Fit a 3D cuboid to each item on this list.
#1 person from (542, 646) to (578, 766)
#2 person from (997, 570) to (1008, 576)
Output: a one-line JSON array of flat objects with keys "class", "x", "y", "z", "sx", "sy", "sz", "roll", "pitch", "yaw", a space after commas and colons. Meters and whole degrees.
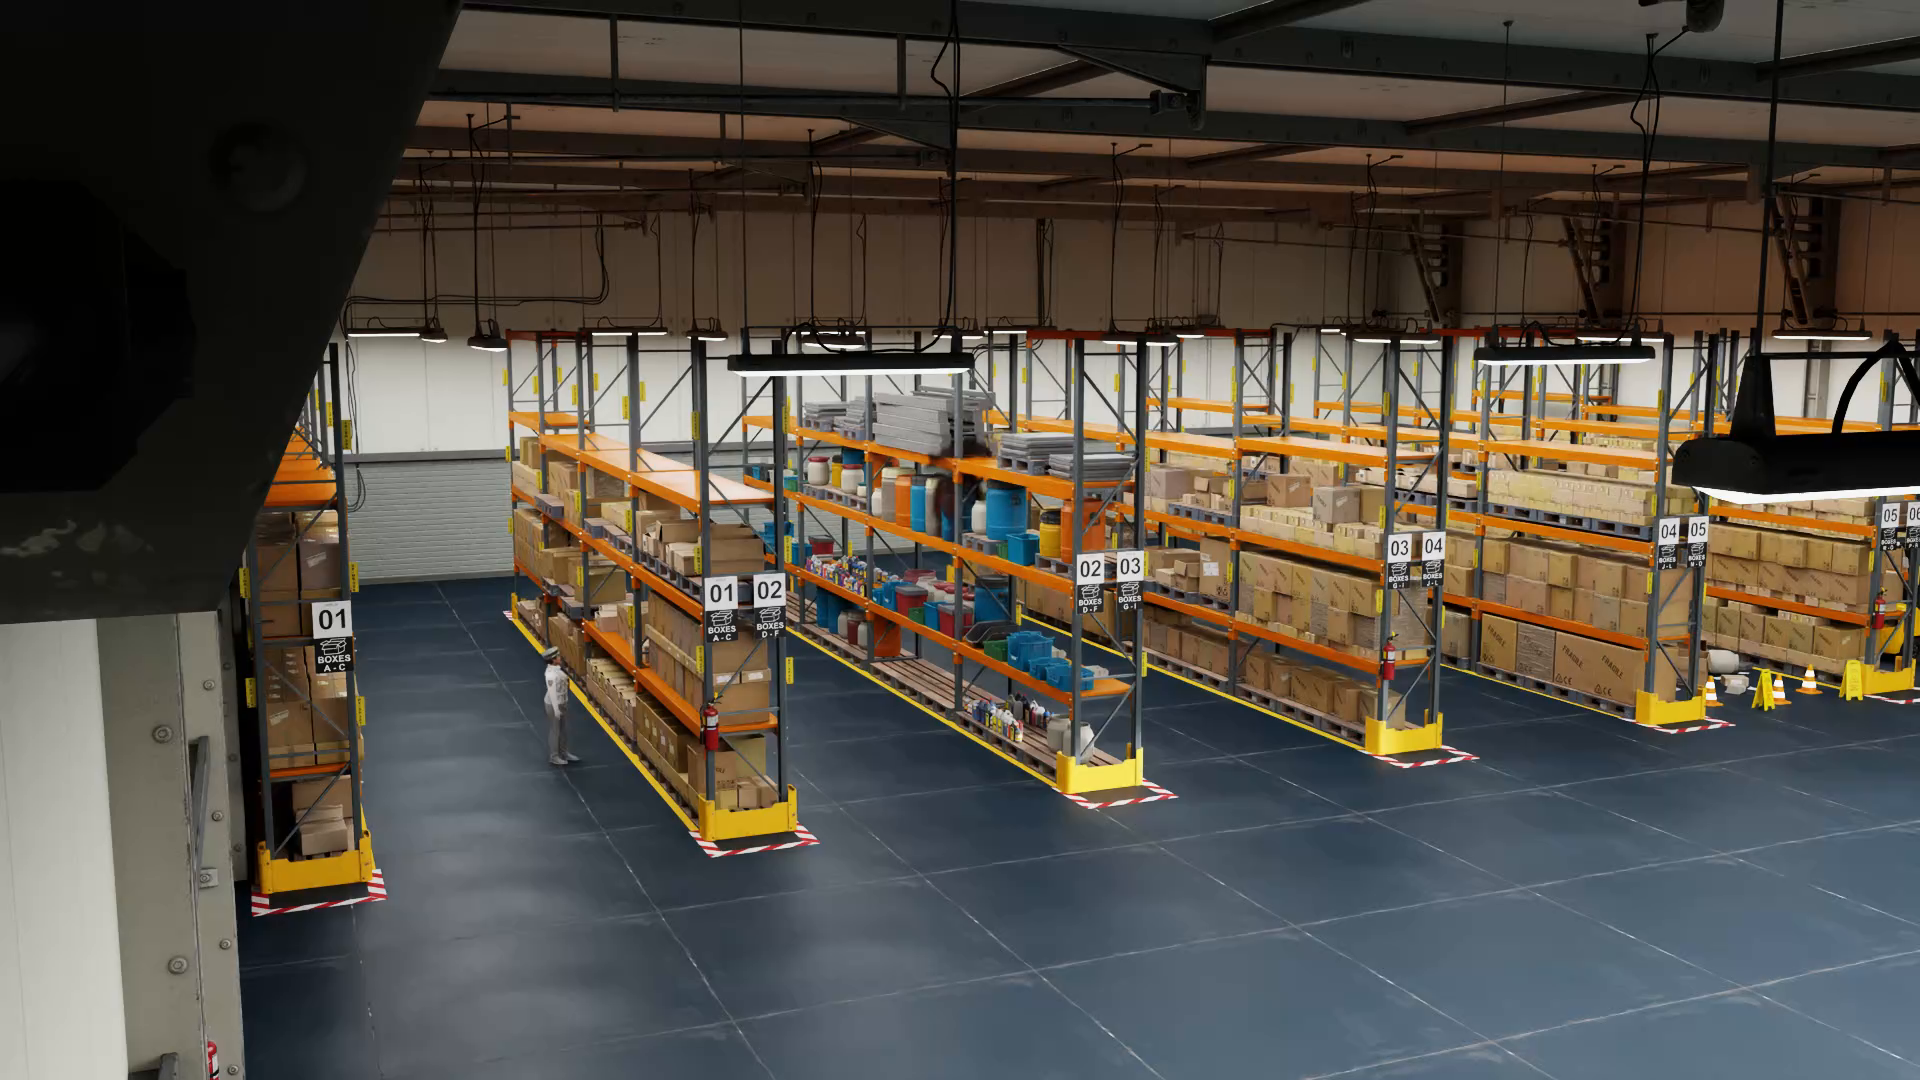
[{"class": "person", "x": -5.666, "y": 2.326, "z": 23.453, "sx": 0.381, "sy": 1.699, "sz": 0.540, "roll": 2, "pitch": 8, "yaw": 14}, {"class": "person", "x": 0.743, "y": 1.321, "z": 30.436, "sx": 0.593, "sy": 1.716, "sz": 0.877, "roll": -4, "pitch": 9, "yaw": -25}]
